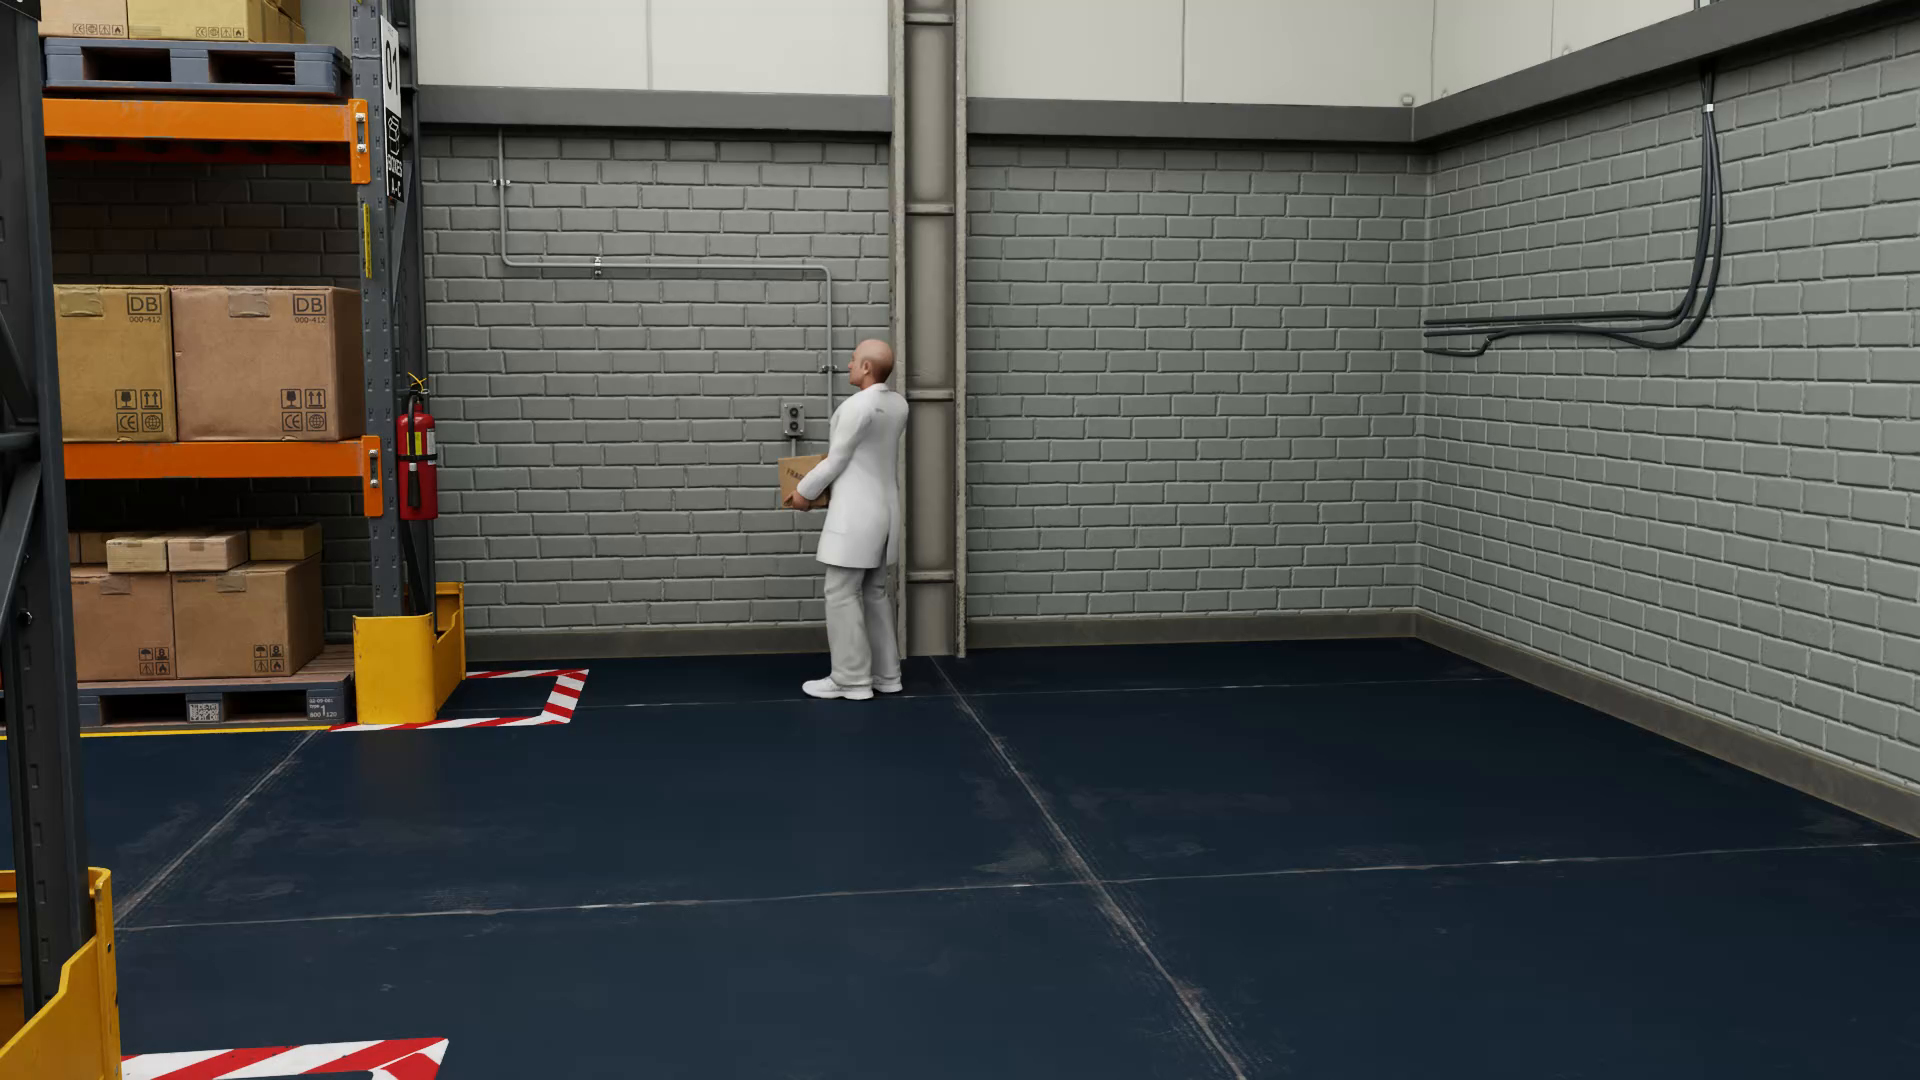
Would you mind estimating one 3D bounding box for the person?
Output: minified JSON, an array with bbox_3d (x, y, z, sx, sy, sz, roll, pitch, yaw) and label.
[{"bbox_3d":[-0.568,-0.106,8.254,0.555,1.769,0.530,3,7,24],"label":"person"}]
